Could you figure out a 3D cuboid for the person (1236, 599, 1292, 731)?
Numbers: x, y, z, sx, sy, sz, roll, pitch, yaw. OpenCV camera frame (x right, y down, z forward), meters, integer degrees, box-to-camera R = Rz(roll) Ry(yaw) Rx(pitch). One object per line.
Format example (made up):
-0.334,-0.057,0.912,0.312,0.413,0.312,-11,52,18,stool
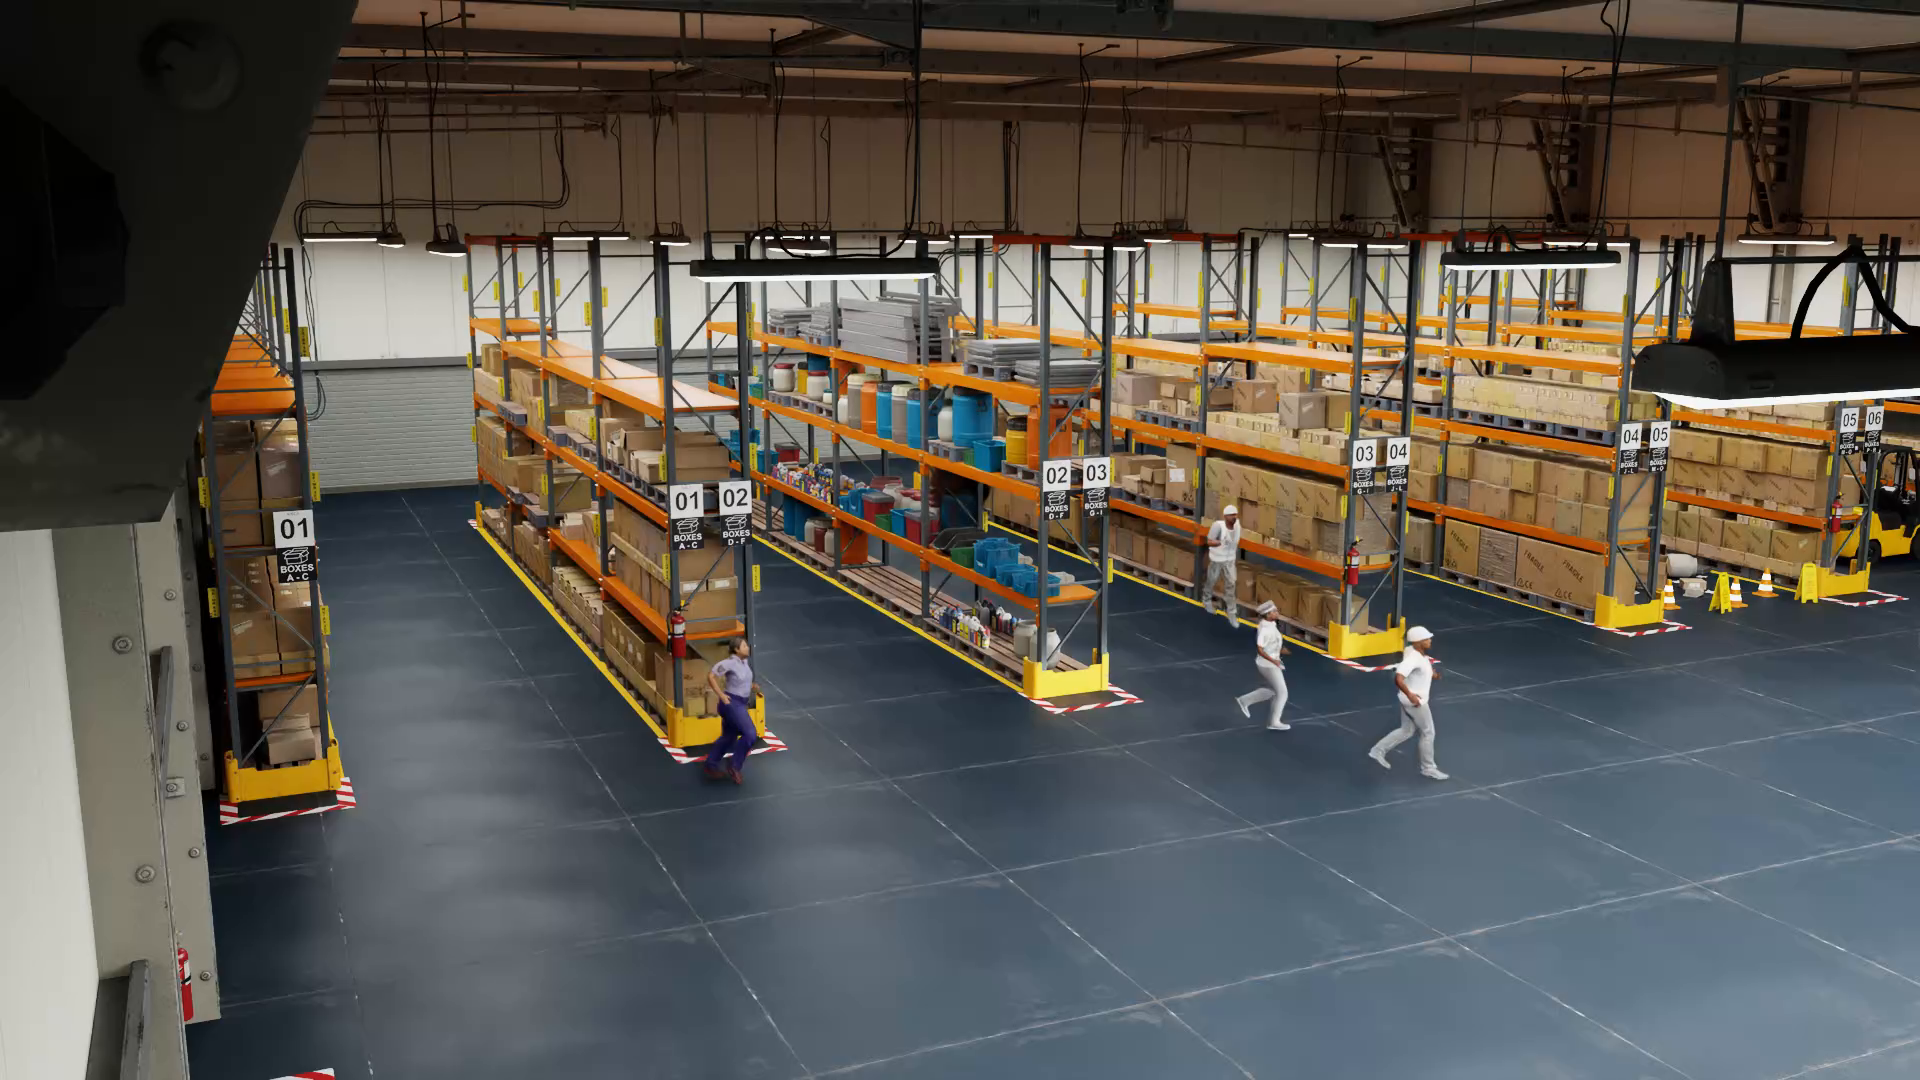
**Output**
3.811,1.554,20.778,0.678,1.660,0.607,2,11,8,person

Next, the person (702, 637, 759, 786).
-2.606,1.926,18.976,0.664,1.646,0.651,1,11,6,person

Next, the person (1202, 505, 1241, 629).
3.979,0.357,25.298,0.674,1.863,0.917,-4,12,-19,person

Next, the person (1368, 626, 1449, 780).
5.151,1.843,18.980,0.915,1.780,0.682,1,11,5,person
